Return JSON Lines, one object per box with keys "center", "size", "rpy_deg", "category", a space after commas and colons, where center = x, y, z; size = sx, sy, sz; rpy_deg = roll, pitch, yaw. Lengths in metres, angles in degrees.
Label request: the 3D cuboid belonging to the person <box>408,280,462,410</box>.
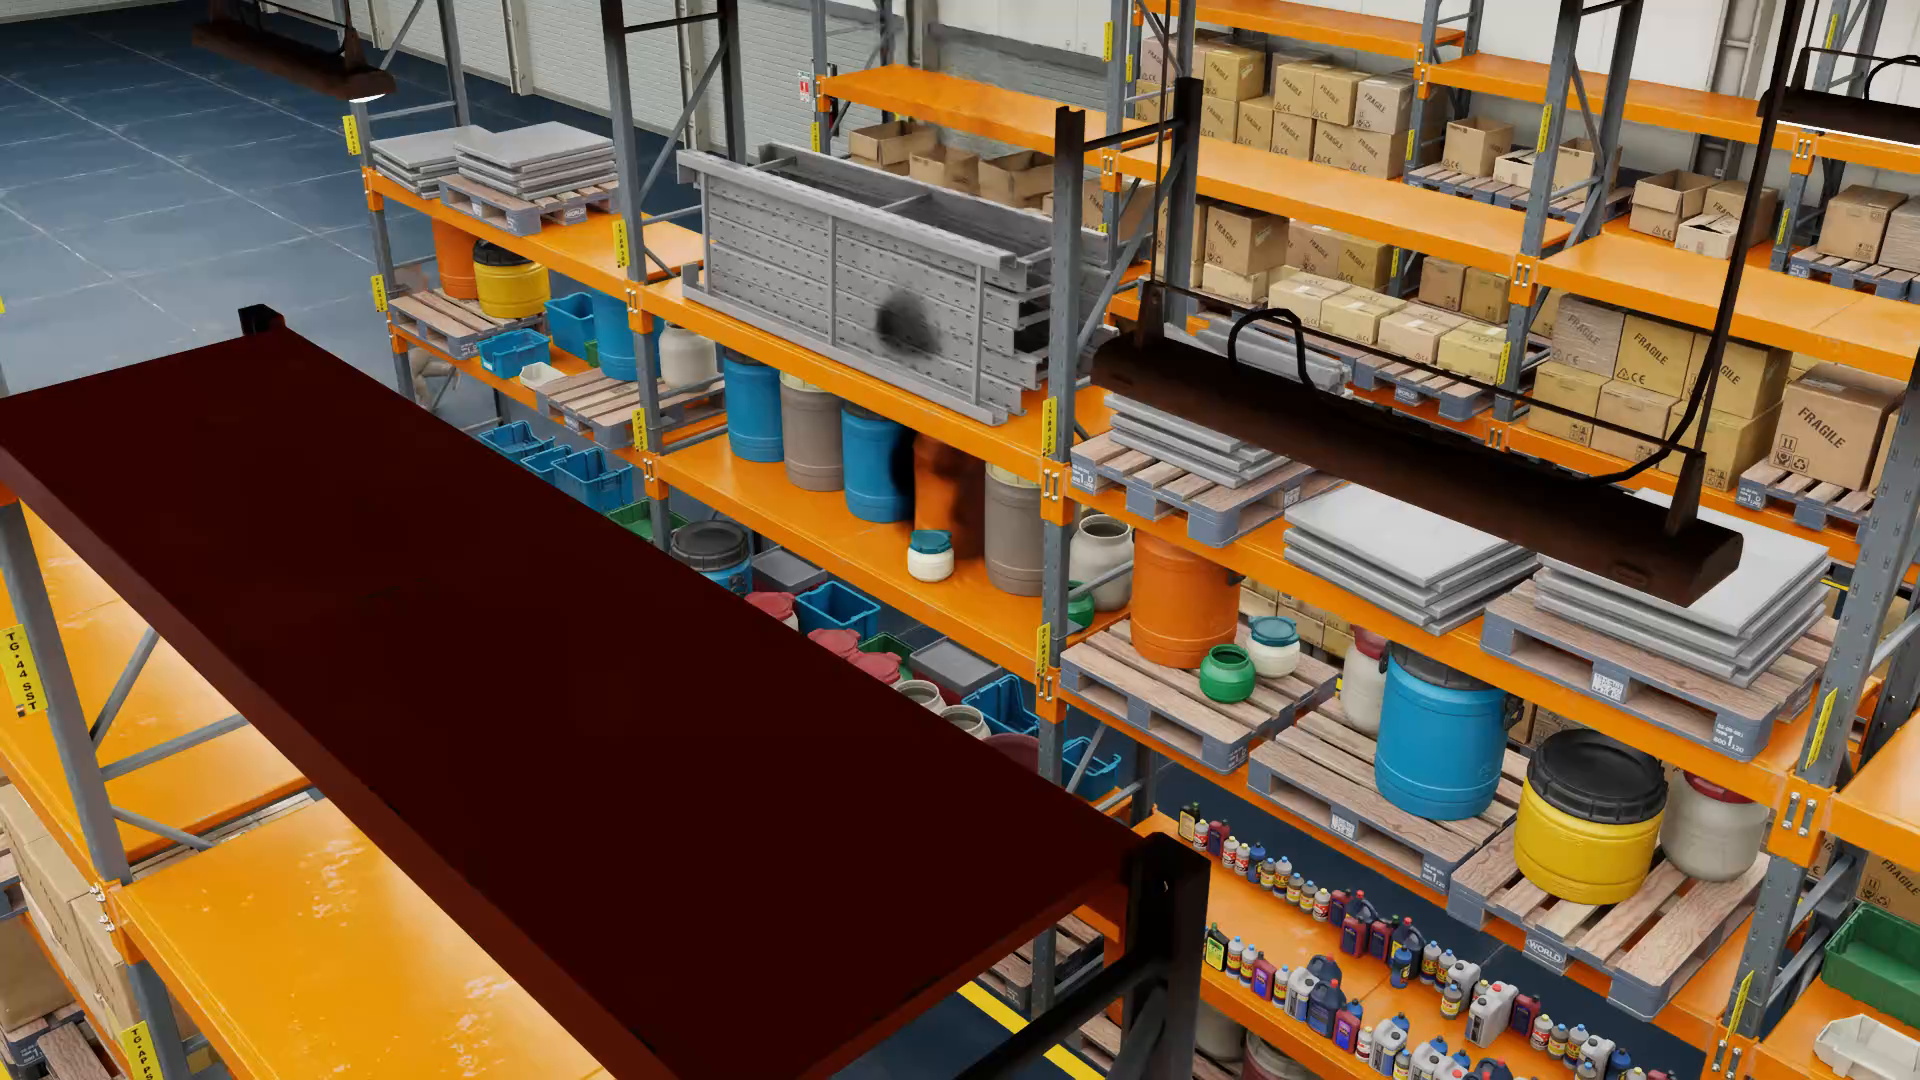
{"center": [-6.204, -2.291, 19.396], "size": [0.659, 1.678, 0.683], "rpy_deg": [-6, 29, -11], "category": "person"}
